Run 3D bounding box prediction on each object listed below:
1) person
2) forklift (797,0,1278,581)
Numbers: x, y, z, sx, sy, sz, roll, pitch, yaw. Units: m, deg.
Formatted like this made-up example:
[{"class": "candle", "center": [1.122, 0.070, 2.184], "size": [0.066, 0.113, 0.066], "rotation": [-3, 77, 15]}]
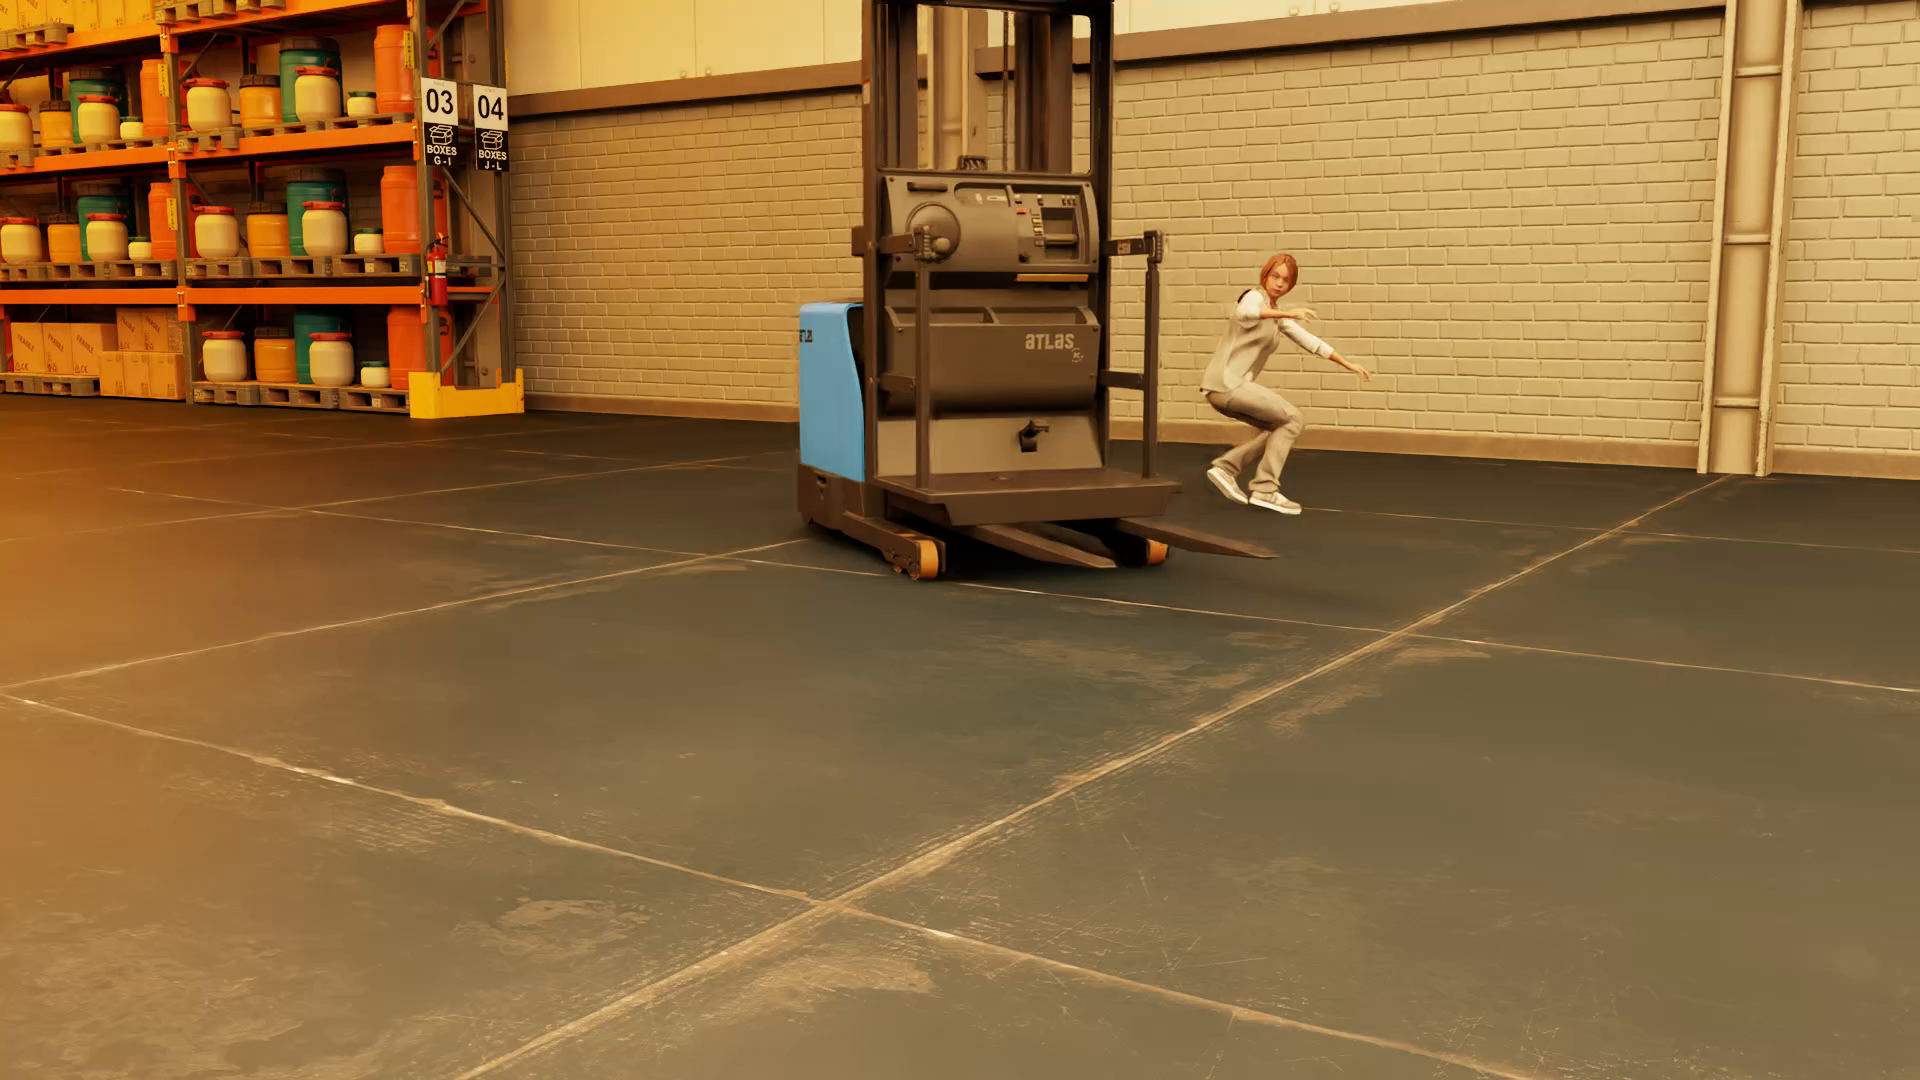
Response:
[{"class": "person", "center": [1.685, -0.813, 8.623], "size": [0.881, 1.324, 0.680], "rotation": [2, 8, 11]}, {"class": "forklift", "center": [0.220, -1.357, 6.737], "size": [1.130, 2.935, 3.031], "rotation": [-3, 9, -21]}]
